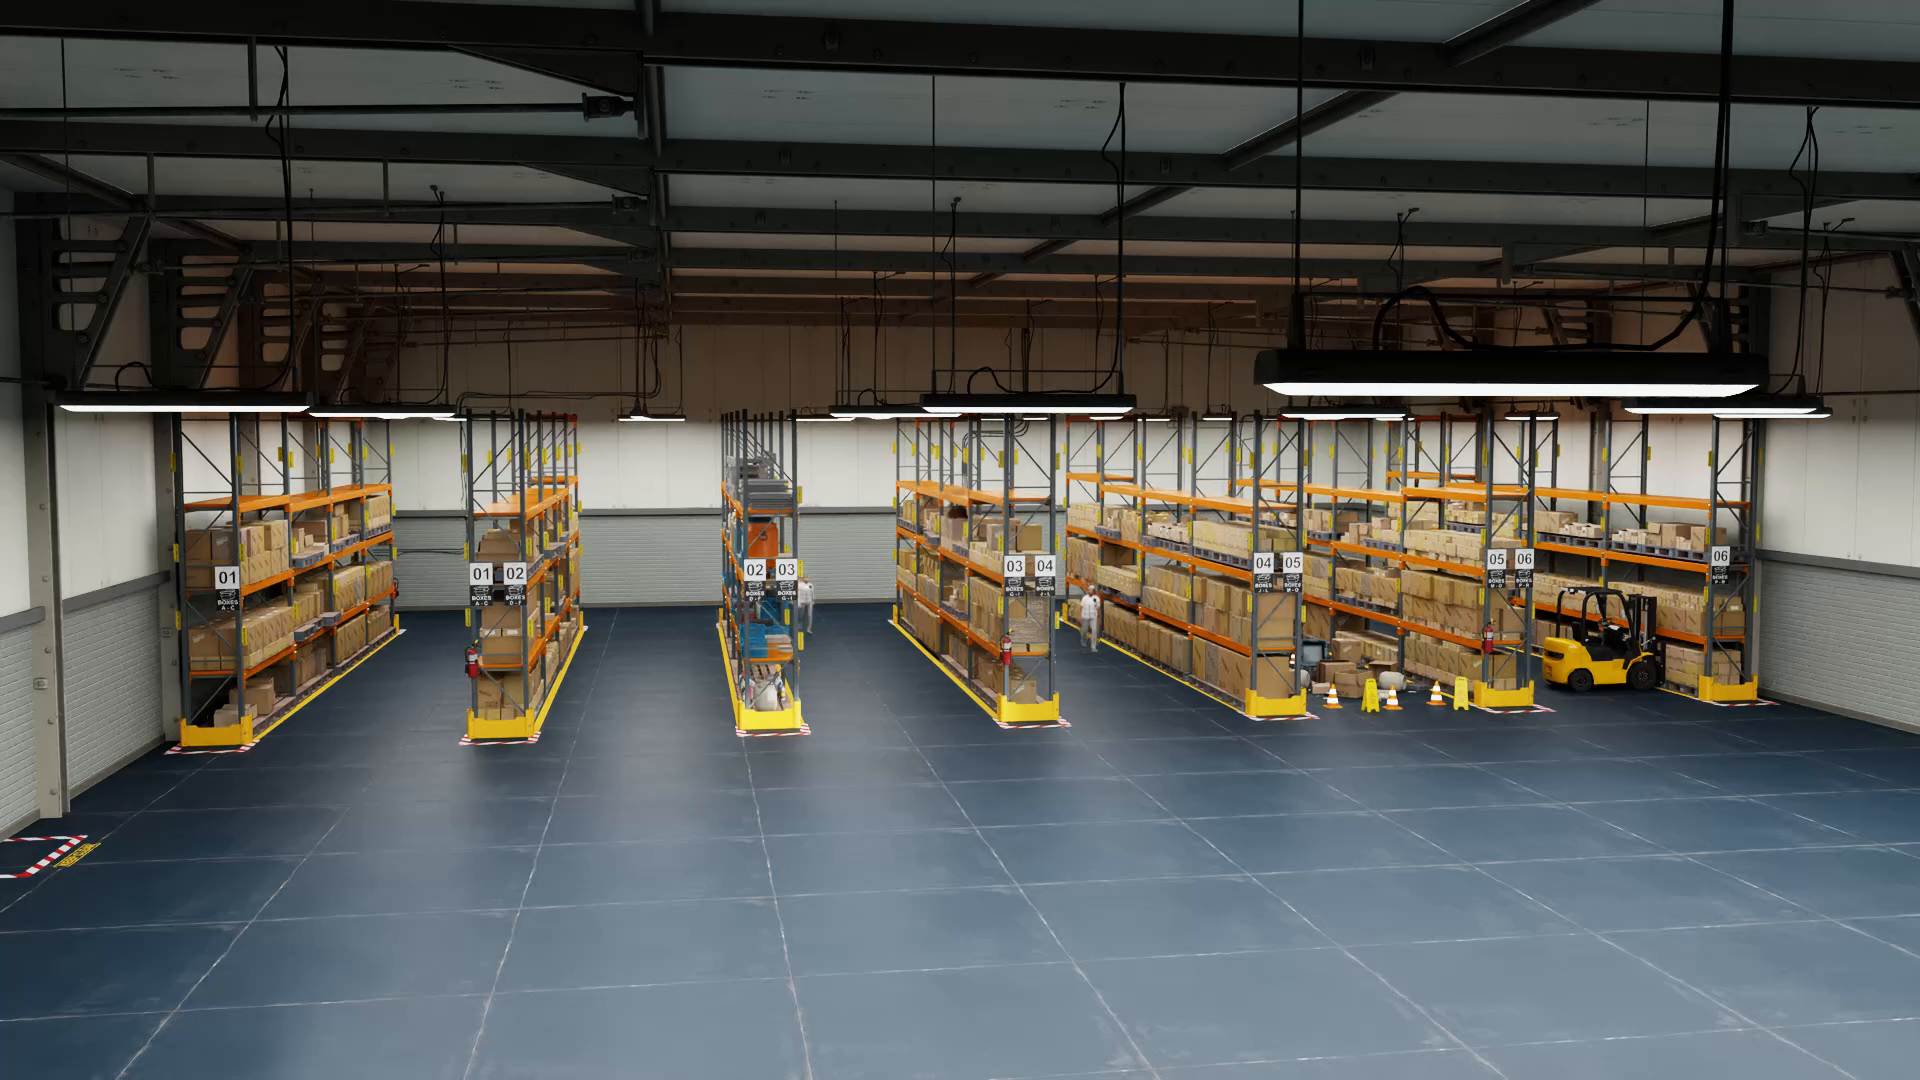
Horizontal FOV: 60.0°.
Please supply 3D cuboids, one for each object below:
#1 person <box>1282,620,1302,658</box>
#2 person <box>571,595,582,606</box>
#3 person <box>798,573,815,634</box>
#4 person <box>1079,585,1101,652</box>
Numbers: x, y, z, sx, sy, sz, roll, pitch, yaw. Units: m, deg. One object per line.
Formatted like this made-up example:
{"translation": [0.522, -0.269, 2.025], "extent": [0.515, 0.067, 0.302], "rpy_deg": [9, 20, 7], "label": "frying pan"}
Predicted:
{"translation": [8.147, 2.052, 40.722], "extent": [0.632, 1.690, 0.586], "rpy_deg": [3, 5, 34], "label": "person"}
{"translation": [-11.137, 1.501, 47.726], "extent": [0.470, 1.755, 0.624], "rpy_deg": [0, 4, 1], "label": "person"}
{"translation": [-4.214, 1.711, 45.499], "extent": [0.486, 1.655, 0.708], "rpy_deg": [-1, 4, -12], "label": "person"}
{"translation": [3.193, 1.921, 40.921], "extent": [0.568, 1.620, 0.927], "rpy_deg": [0, 4, -3], "label": "person"}
